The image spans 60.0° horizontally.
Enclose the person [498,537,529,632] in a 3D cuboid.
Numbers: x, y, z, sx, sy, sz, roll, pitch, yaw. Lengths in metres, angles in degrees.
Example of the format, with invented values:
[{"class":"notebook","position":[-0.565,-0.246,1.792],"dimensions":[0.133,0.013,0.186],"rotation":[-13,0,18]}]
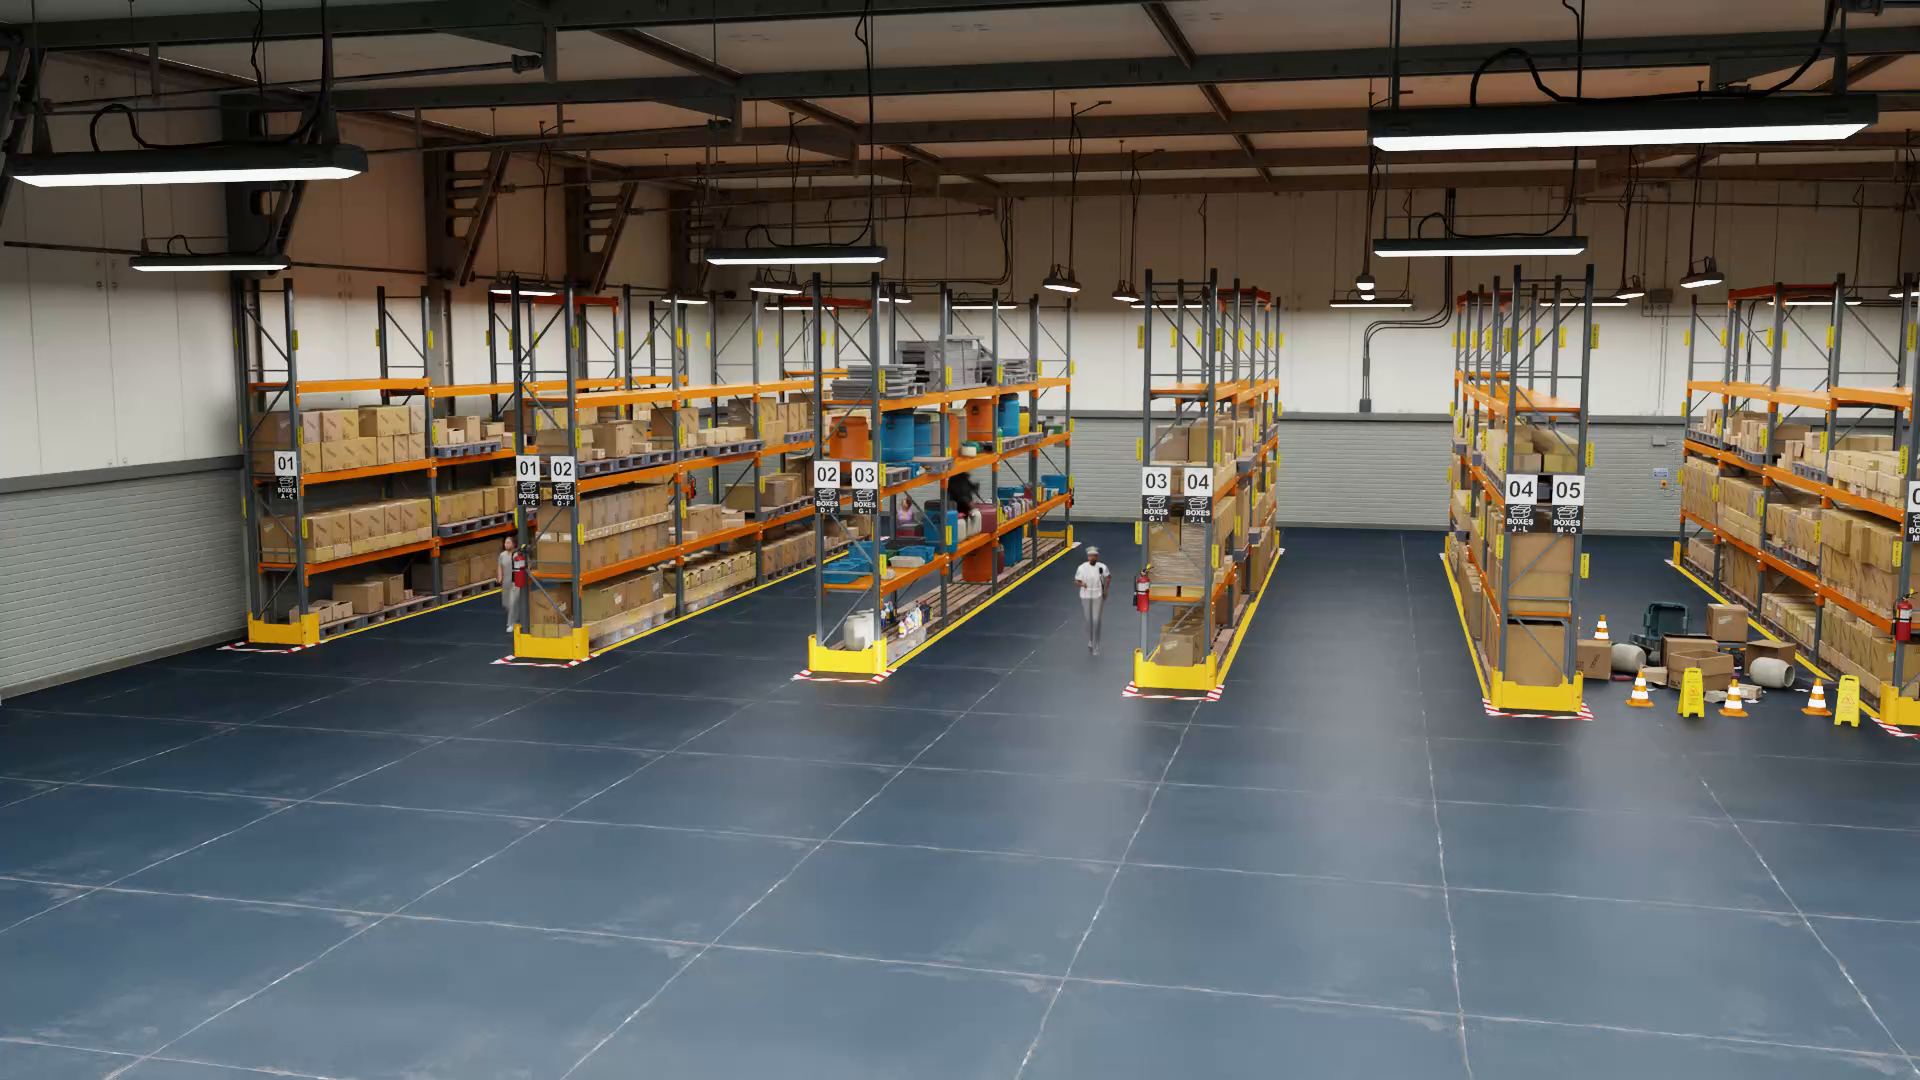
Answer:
[{"class":"person","position":[-7.731,0.749,28.851],"dimensions":[0.565,1.643,0.620],"rotation":[1,7,8]}]

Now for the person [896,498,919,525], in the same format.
[{"class":"person","position":[-1.095,-0.073,33.599],"dimensions":[0.537,1.548,0.491],"rotation":[1,7,7]}]

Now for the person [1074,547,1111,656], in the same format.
[{"class":"person","position":[2.118,0.967,26.736],"dimensions":[0.559,1.760,0.760],"rotation":[1,7,11]}]
